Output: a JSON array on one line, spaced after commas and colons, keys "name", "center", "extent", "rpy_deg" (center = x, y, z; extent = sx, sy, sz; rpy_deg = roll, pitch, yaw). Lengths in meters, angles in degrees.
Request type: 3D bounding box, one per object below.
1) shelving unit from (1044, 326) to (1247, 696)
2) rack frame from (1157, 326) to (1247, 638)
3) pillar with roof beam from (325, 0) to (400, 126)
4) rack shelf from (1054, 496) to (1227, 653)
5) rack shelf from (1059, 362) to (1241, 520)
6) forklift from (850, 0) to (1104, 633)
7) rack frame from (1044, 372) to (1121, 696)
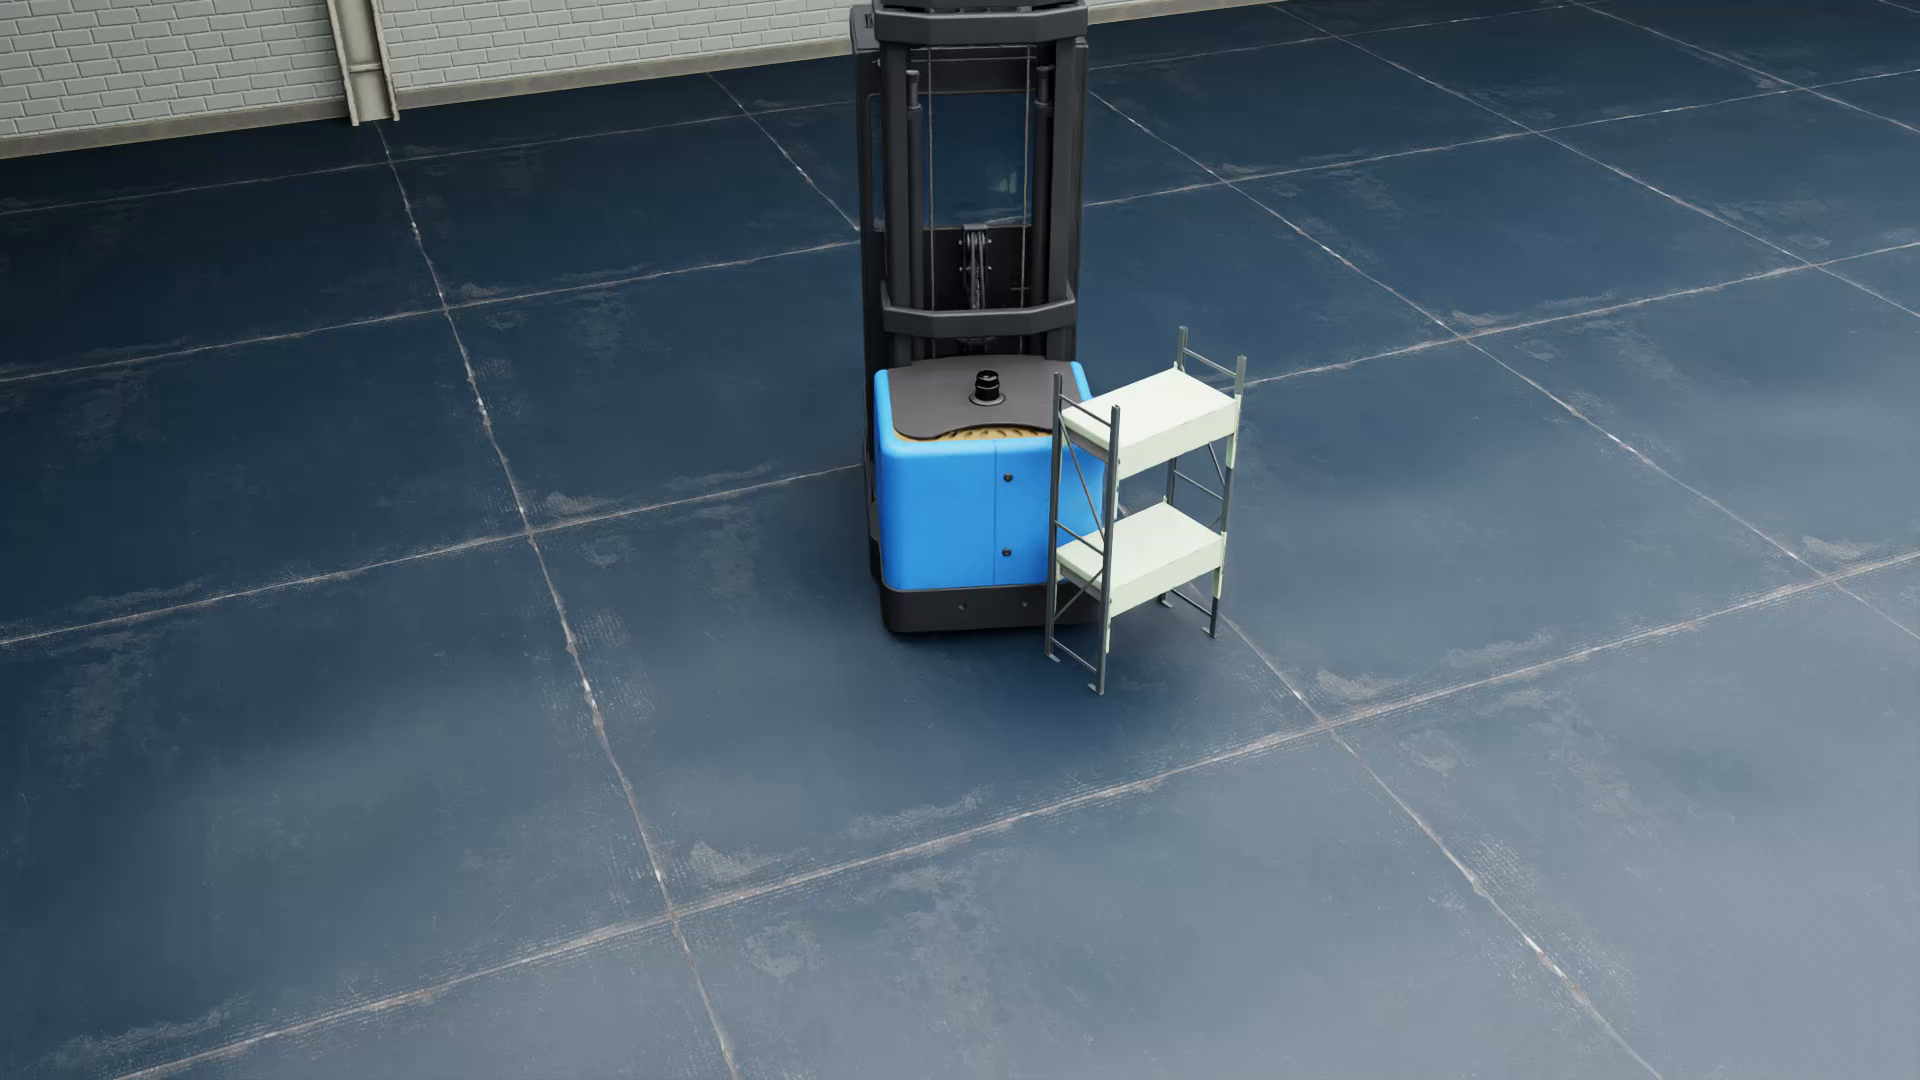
[{"name": "shelving unit", "center": [0.823, -0.123, 7.564], "extent": [0.755, 1.500, 0.431], "rpy_deg": [-23, 39, -31]}, {"name": "rack frame", "center": [1.114, -0.244, 7.750], "extent": [0.023, 1.500, 0.400], "rpy_deg": [-23, 39, -31]}, {"name": "pillar with roof beam", "center": [-3.391, -5.256, 8.577], "extent": [0.400, 9.000, 9.100], "rpy_deg": [-13, 35, -19]}, {"name": "rack shelf", "center": [0.823, 0.150, 7.742], "extent": [0.720, 0.370, 0.431], "rpy_deg": [-23, 39, -31]}, {"name": "rack shelf", "center": [0.823, -0.450, 7.351], "extent": [0.720, 0.370, 0.431], "rpy_deg": [-23, 39, -31]}, {"name": "forklift", "center": [0.031, -1.568, 8.472], "extent": [1.130, 2.935, 3.031], "rpy_deg": [-3, 33, -4]}, {"name": "rack frame", "center": [0.532, -0.002, 7.378], "extent": [0.023, 1.500, 0.400], "rpy_deg": [-23, 39, -31]}]
